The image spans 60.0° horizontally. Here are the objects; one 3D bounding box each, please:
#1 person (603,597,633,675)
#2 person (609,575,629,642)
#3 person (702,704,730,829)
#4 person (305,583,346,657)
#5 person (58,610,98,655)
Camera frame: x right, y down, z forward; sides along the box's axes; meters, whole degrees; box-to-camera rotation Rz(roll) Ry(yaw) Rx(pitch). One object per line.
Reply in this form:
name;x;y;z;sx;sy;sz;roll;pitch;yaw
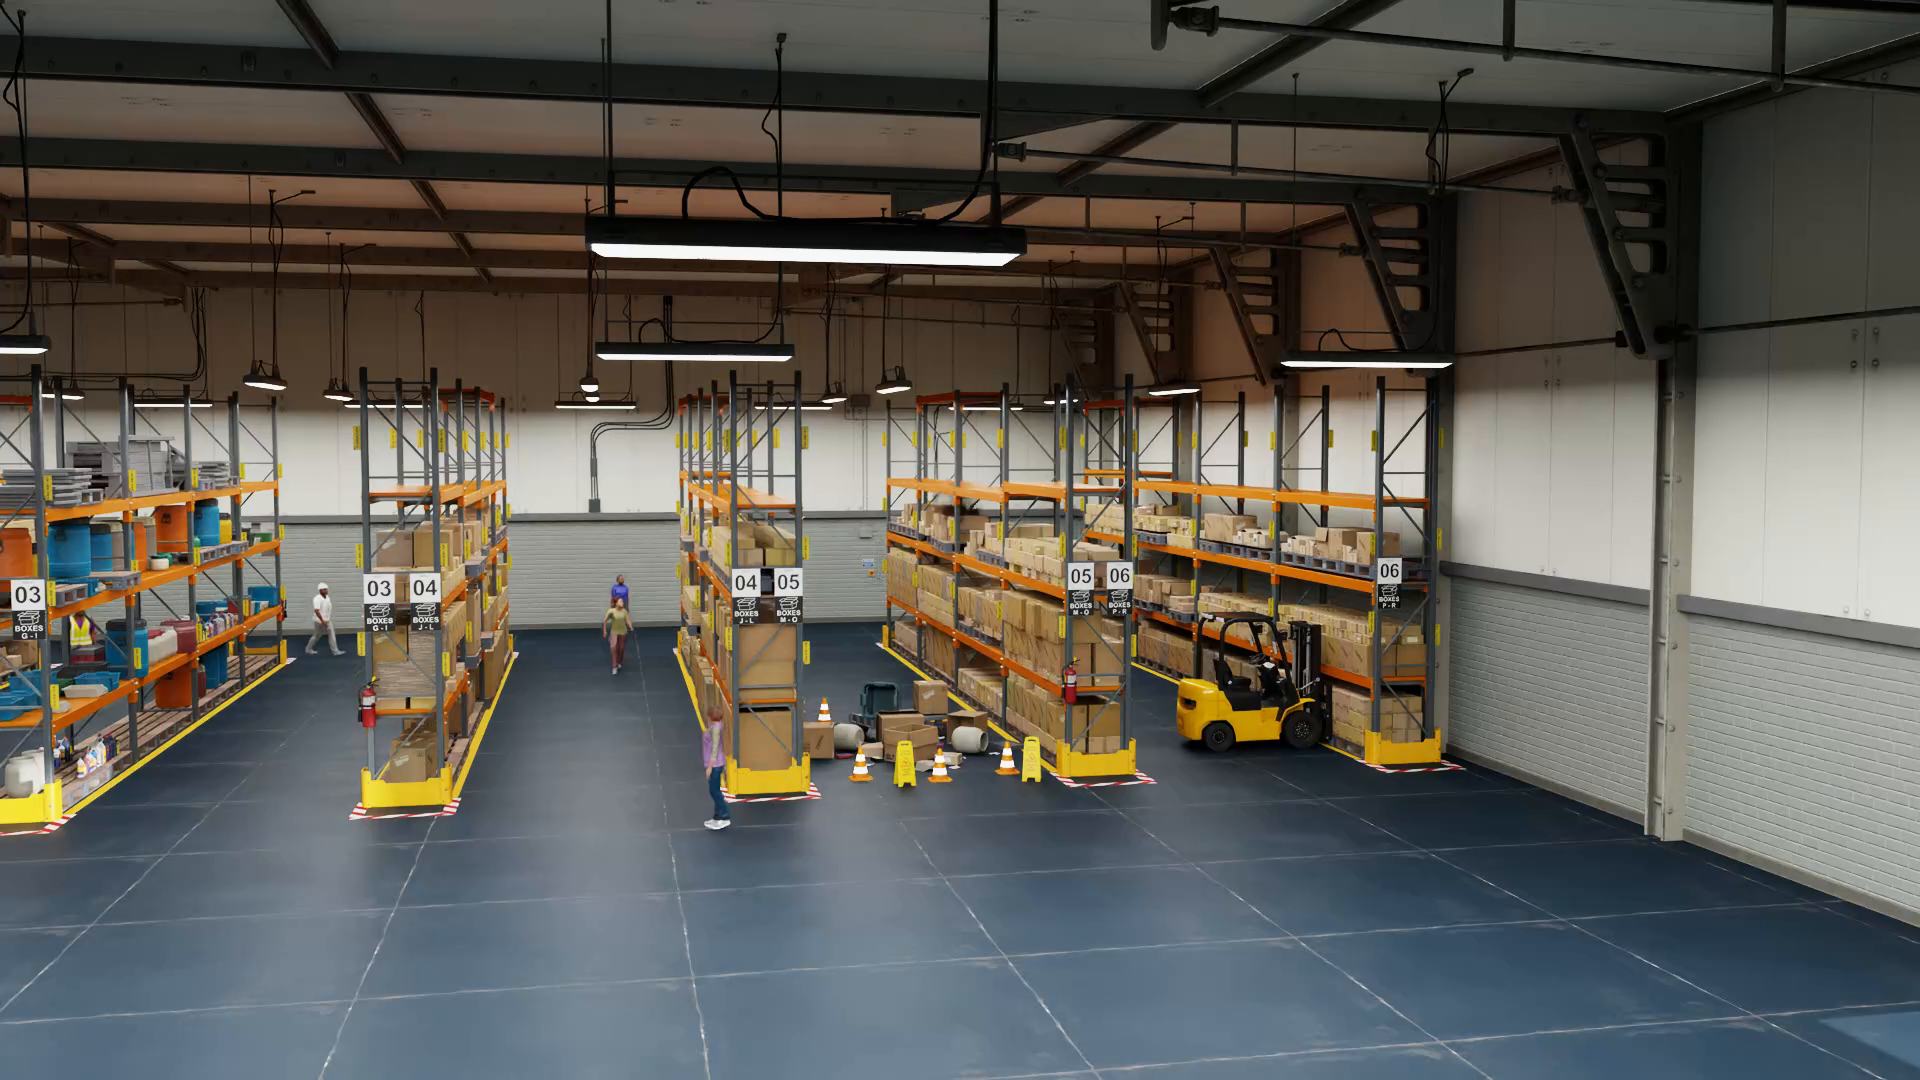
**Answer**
person;-7.417;2.047;36.105;0.638;1.649;0.982;-1;3;-11
person;-8.549;1.706;41.640;0.526;1.670;0.363;-1;4;-15
person;-3.158;2.923;21.500;0.354;1.612;0.486;-1;3;-11
person;-14.764;1.852;38.499;1.027;1.716;0.583;1;3;14
person;-17.883;2.141;33.745;0.760;1.724;1.080;-1;4;-16
